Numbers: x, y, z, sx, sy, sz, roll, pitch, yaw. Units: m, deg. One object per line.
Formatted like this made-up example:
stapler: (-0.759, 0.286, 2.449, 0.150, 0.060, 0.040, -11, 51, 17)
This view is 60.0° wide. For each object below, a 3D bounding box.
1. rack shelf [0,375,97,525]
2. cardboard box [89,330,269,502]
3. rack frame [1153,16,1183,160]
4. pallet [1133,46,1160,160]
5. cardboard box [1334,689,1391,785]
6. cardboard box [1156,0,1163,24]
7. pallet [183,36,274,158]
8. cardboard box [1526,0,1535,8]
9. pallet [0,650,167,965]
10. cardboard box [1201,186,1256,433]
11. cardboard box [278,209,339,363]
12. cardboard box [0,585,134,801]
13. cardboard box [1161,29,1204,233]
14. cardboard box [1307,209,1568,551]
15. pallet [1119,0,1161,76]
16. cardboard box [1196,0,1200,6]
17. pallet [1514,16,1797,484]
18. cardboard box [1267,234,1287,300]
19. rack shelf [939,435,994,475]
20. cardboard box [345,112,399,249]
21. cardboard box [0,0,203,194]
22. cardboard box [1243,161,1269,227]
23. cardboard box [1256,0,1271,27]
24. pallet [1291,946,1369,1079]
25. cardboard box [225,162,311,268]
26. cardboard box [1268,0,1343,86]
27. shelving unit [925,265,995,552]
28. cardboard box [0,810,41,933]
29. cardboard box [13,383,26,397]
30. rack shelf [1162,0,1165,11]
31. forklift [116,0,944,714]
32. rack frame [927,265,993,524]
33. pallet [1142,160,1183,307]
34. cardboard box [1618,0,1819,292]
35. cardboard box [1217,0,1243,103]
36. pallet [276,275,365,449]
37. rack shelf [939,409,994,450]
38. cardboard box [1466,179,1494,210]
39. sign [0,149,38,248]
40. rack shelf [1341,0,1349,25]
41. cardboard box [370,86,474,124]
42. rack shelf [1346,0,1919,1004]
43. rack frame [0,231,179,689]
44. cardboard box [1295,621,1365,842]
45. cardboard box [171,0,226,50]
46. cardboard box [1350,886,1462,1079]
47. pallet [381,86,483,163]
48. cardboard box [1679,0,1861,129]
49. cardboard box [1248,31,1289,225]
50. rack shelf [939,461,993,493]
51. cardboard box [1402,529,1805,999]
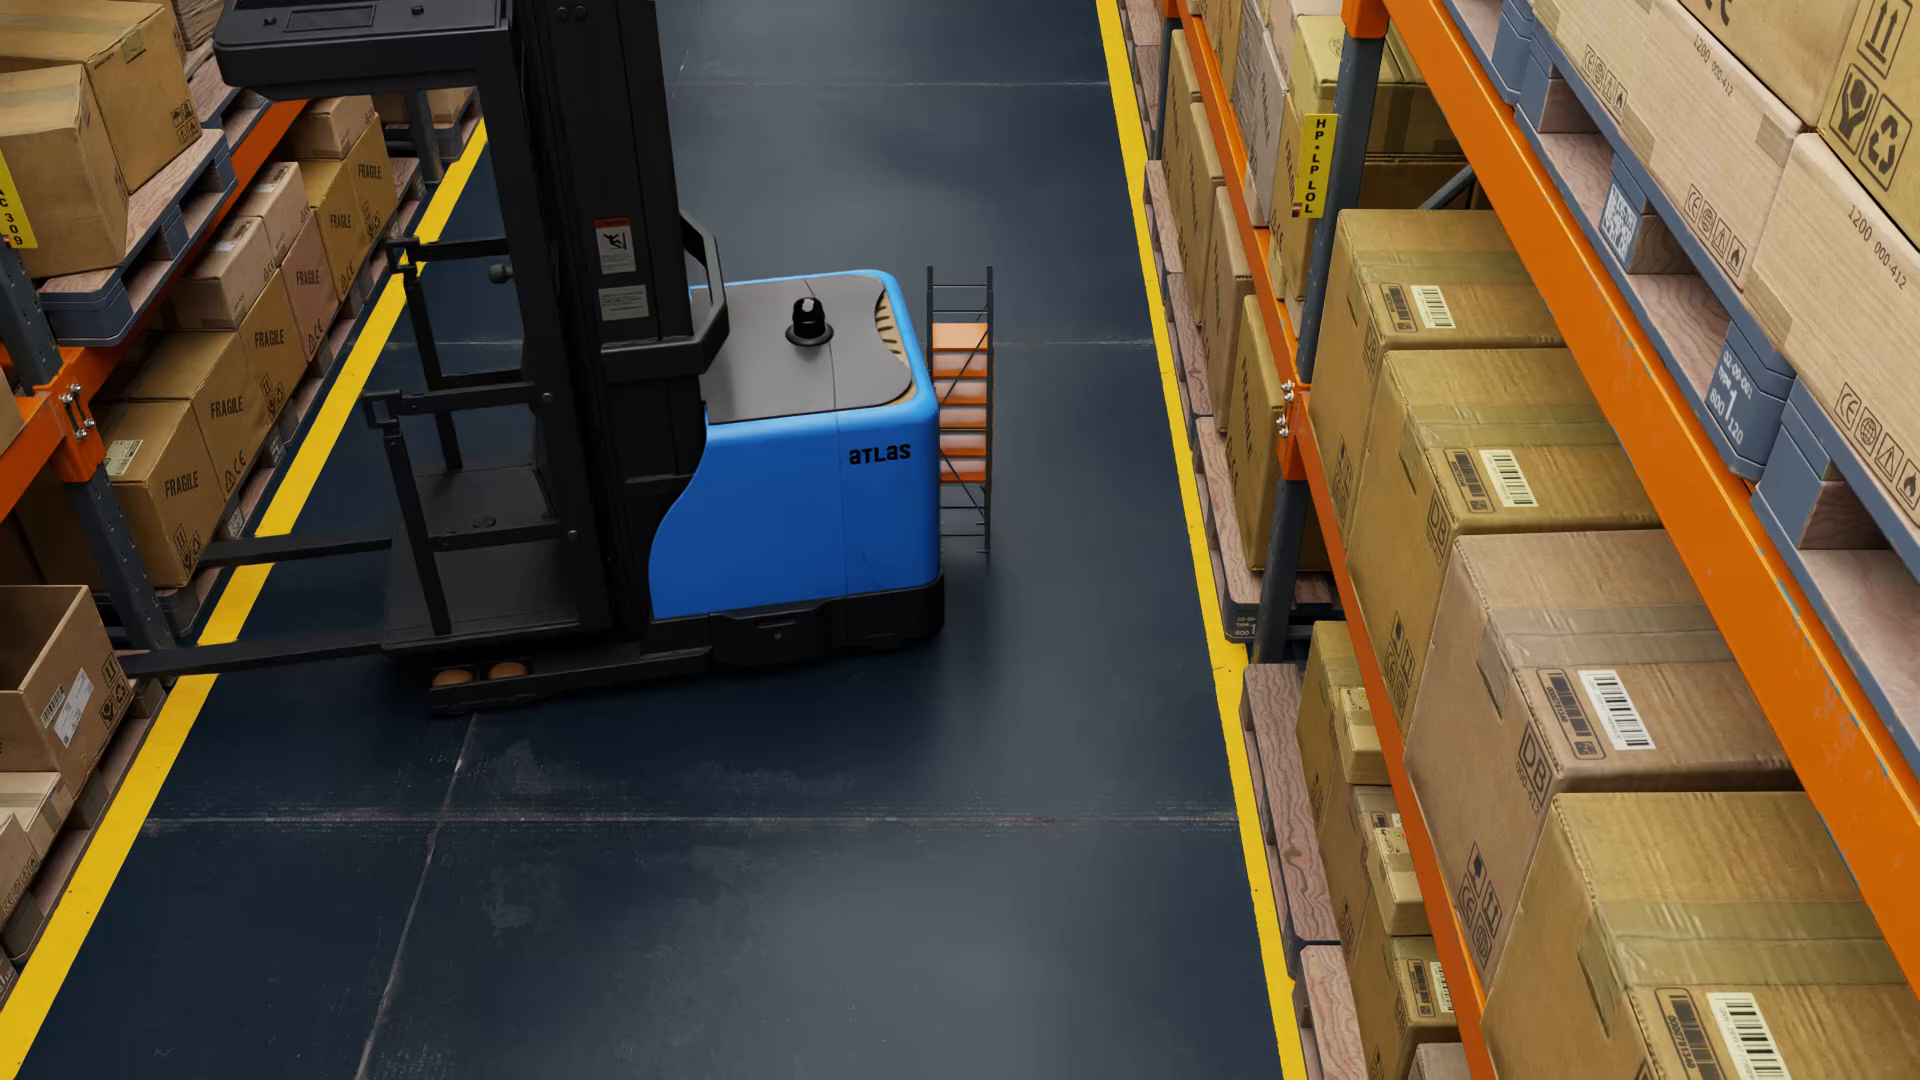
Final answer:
rack shelf: (-3.374, 0.865, 3.848, 1.077, 0.370, 4.000, 0, 39, 0)
cardboard box: (-3.145, -0.499, 6.621, 0.500, 0.500, 0.500, 0, 39, 1)
rack frame: (1.573, -3.174, 8.312, 1.000, 3.000, 0.127, 0, 39, 0)
pallet: (1.574, -2.574, 9.794, 1.003, 0.211, 1.213, 0, 39, 0)
cardboard box: (1.294, 0.568, 4.787, 0.380, 0.149, 0.250, 1, 39, 1)
cardboard box: (1.607, -3.453, 10.308, 0.700, 0.500, 0.500, 0, 39, 0)
pallet: (-3.374, -1.877, 6.847, 1.003, 0.211, 1.213, 0, 39, 0)
cardboard box: (1.301, -1.236, 3.200, 0.500, 0.250, 0.500, -1, 39, -1)
pallet: (-3.376, 0.851, 5.519, 1.003, 0.211, 1.213, 0, 39, 0)
cardboard box: (1.443, -0.960, 6.932, 0.750, 0.750, 0.750, 1, 39, 1)
cardboard box: (-3.138, -1.128, 7.406, 0.500, 0.500, 0.500, -1, 39, -2)
cardboard box: (-3.092, 0.493, 5.383, 0.500, 0.500, 0.500, 0, 39, 0)
cardboard box: (1.443, -2.039, 8.279, 0.750, 0.750, 0.750, -1, 39, -1)
cardboard box: (1.562, -0.450, 4.673, 0.980, 0.700, 0.700, 1, 39, 1)
pallet: (1.575, -3.335, 10.743, 1.003, 0.211, 1.213, 0, 39, 0)
cardboard box: (1.309, -2.705, 7.393, 0.500, 0.500, 0.500, 1, 39, 1)
pallet: (1.567, -0.536, 2.692, 1.003, 0.211, 1.213, 0, 39, 0)
cardboard box: (1.270, -0.951, 5.723, 0.380, 0.149, 0.250, 1, 39, 1)
rack shelf: (0.000, -0.349, 6.489, 0.258, 0.103, 0.180, 0, 39, 0)
cardboard box: (-3.145, -1.780, 8.219, 0.500, 0.500, 0.500, 1, 39, 2)
cardboard box: (-3.217, -1.596, 5.927, 0.700, 0.500, 0.500, 6, 39, 7)
cardboard box: (1.256, -1.279, 6.132, 0.380, 0.149, 0.250, 0, 39, 0)
cardboard box: (1.330, -2.059, 5.987, 0.500, 0.250, 0.500, 1, 39, 1)
pallet: (1.505, 1.656, 4.515, 1.003, 0.211, 1.213, 0, 39, 0)
cardboard box: (-3.135, -1.397, 7.142, 0.500, 0.250, 0.500, -1, 39, -1)
cardboard box: (1.330, -1.740, 5.589, 0.500, 0.250, 0.500, 1, 39, 1)
shelving unit: (0.000, -0.477, 6.386, 0.258, 1.200, 0.189, 0, 39, 0)
cardboard box: (-3.091, 1.036, 4.857, 0.500, 0.311, 0.500, 0, 39, 0)
cardboard box: (-3.655, -0.480, 6.598, 0.500, 0.500, 0.500, 0, 39, 0)
rack shelf: (1.571, -4.144, 10.098, 1.077, 0.370, 4.000, 0, 39, 0)
forklift: (-1.628, -0.878, 5.502, 3.031, 2.935, 1.130, -7, 39, -9)
rack frame: (0.000, -0.534, 6.457, 0.240, 1.200, 0.006, 0, 39, 0)
pallet: (1.499, -1.593, 8.569, 1.003, 0.211, 1.213, 0, 39, 0)
cardboard box: (1.309, -0.595, 2.399, 0.500, 0.250, 0.500, -1, 39, -1)
cardboard box: (1.317, -2.069, 6.600, 0.500, 0.500, 0.500, 1, 39, 1)
pallet: (-3.419, -0.852, 7.644, 1.003, 0.211, 1.213, 0, 39, 0)
rack shelf: (0.000, -0.443, 6.414, 0.258, 0.103, 0.180, 0, 39, 0)
cardboard box: (1.829, -1.123, 5.419, 0.500, 0.500, 0.500, -1, 39, -2)
sign: (-2.833, -1.010, 4.919, 0.100, 0.325, 0.005, 0, 39, 0)
rack shelf: (1.575, -2.813, 6.038, 1.077, 0.370, 4.000, 0, 39, 0)
cardboard box: (-3.087, -2.587, 9.442, 0.500, 0.250, 0.500, 0, 39, 0)
rack shelf: (1.580, -0.312, 2.917, 1.077, 0.370, 4.000, 0, 39, 0)
rack frame: (-3.376, -0.667, 5.183, 1.000, 3.000, 0.127, 0, 39, 0)
cardboard box: (1.476, 0.607, 5.257, 0.700, 0.500, 0.500, 0, 39, 1)
cardboard box: (-3.457, -2.405, 6.937, 0.700, 0.500, 0.500, 7, 39, 8)
cardboard box: (1.472, 1.242, 4.465, 0.700, 0.500, 0.500, 1, 39, 1)
pallet: (-3.343, -2.595, 9.819, 1.003, 0.211, 1.213, 0, 39, 0)
cardboard box: (1.310, -0.875, 2.150, 0.500, 0.500, 0.500, -2, 39, -2)
cardboard box: (1.315, -1.443, 5.818, 0.500, 0.500, 0.500, 0, 39, 0)
rack shelf: (0.000, -0.255, 6.564, 0.258, 0.103, 0.180, 0, 39, 0)
cardboard box: (1.568, 0.461, 3.536, 0.980, 0.700, 0.700, -2, 39, -2)
